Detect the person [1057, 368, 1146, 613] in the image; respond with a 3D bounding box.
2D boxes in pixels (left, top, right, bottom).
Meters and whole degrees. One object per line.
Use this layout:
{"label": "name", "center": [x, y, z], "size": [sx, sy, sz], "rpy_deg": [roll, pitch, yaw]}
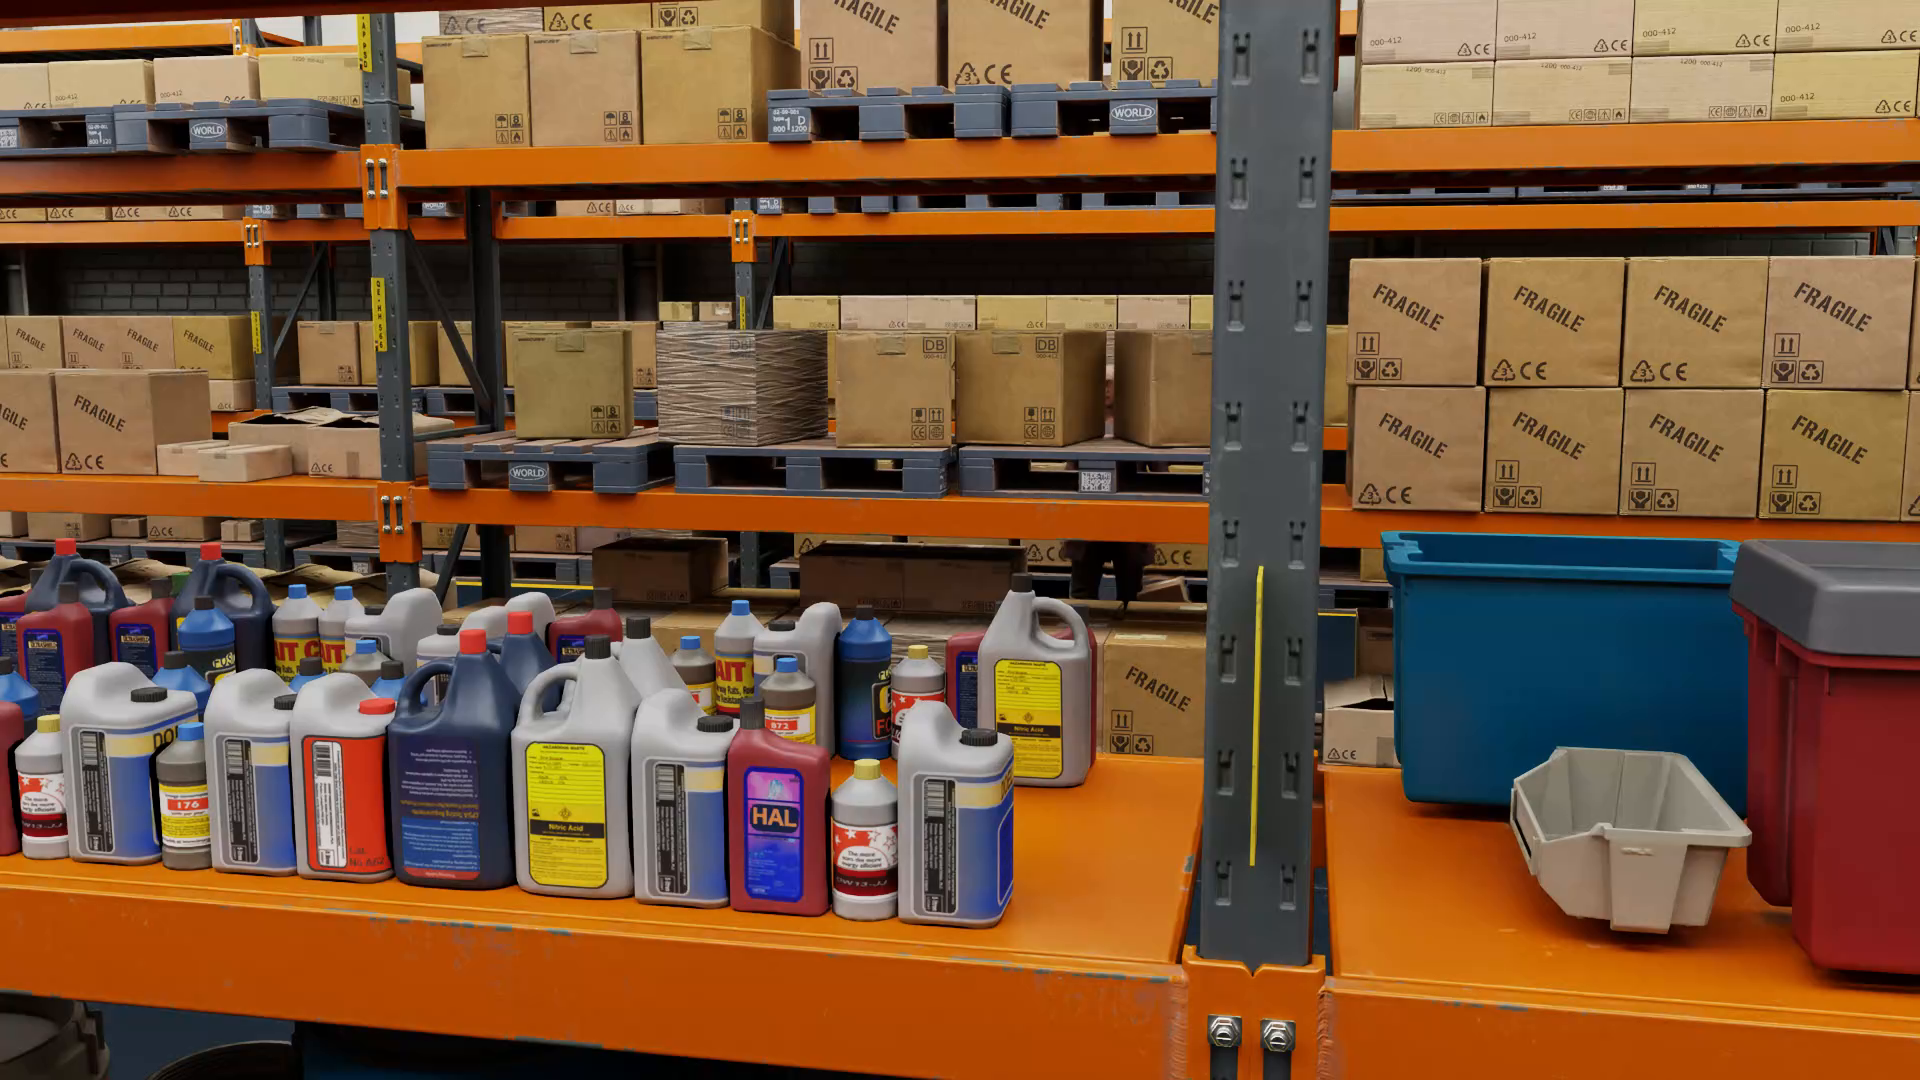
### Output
{"label": "person", "center": [0.750, -0.081, 9.276], "size": [0.687, 1.770, 0.645], "rpy_deg": [-6, 10, -38]}
